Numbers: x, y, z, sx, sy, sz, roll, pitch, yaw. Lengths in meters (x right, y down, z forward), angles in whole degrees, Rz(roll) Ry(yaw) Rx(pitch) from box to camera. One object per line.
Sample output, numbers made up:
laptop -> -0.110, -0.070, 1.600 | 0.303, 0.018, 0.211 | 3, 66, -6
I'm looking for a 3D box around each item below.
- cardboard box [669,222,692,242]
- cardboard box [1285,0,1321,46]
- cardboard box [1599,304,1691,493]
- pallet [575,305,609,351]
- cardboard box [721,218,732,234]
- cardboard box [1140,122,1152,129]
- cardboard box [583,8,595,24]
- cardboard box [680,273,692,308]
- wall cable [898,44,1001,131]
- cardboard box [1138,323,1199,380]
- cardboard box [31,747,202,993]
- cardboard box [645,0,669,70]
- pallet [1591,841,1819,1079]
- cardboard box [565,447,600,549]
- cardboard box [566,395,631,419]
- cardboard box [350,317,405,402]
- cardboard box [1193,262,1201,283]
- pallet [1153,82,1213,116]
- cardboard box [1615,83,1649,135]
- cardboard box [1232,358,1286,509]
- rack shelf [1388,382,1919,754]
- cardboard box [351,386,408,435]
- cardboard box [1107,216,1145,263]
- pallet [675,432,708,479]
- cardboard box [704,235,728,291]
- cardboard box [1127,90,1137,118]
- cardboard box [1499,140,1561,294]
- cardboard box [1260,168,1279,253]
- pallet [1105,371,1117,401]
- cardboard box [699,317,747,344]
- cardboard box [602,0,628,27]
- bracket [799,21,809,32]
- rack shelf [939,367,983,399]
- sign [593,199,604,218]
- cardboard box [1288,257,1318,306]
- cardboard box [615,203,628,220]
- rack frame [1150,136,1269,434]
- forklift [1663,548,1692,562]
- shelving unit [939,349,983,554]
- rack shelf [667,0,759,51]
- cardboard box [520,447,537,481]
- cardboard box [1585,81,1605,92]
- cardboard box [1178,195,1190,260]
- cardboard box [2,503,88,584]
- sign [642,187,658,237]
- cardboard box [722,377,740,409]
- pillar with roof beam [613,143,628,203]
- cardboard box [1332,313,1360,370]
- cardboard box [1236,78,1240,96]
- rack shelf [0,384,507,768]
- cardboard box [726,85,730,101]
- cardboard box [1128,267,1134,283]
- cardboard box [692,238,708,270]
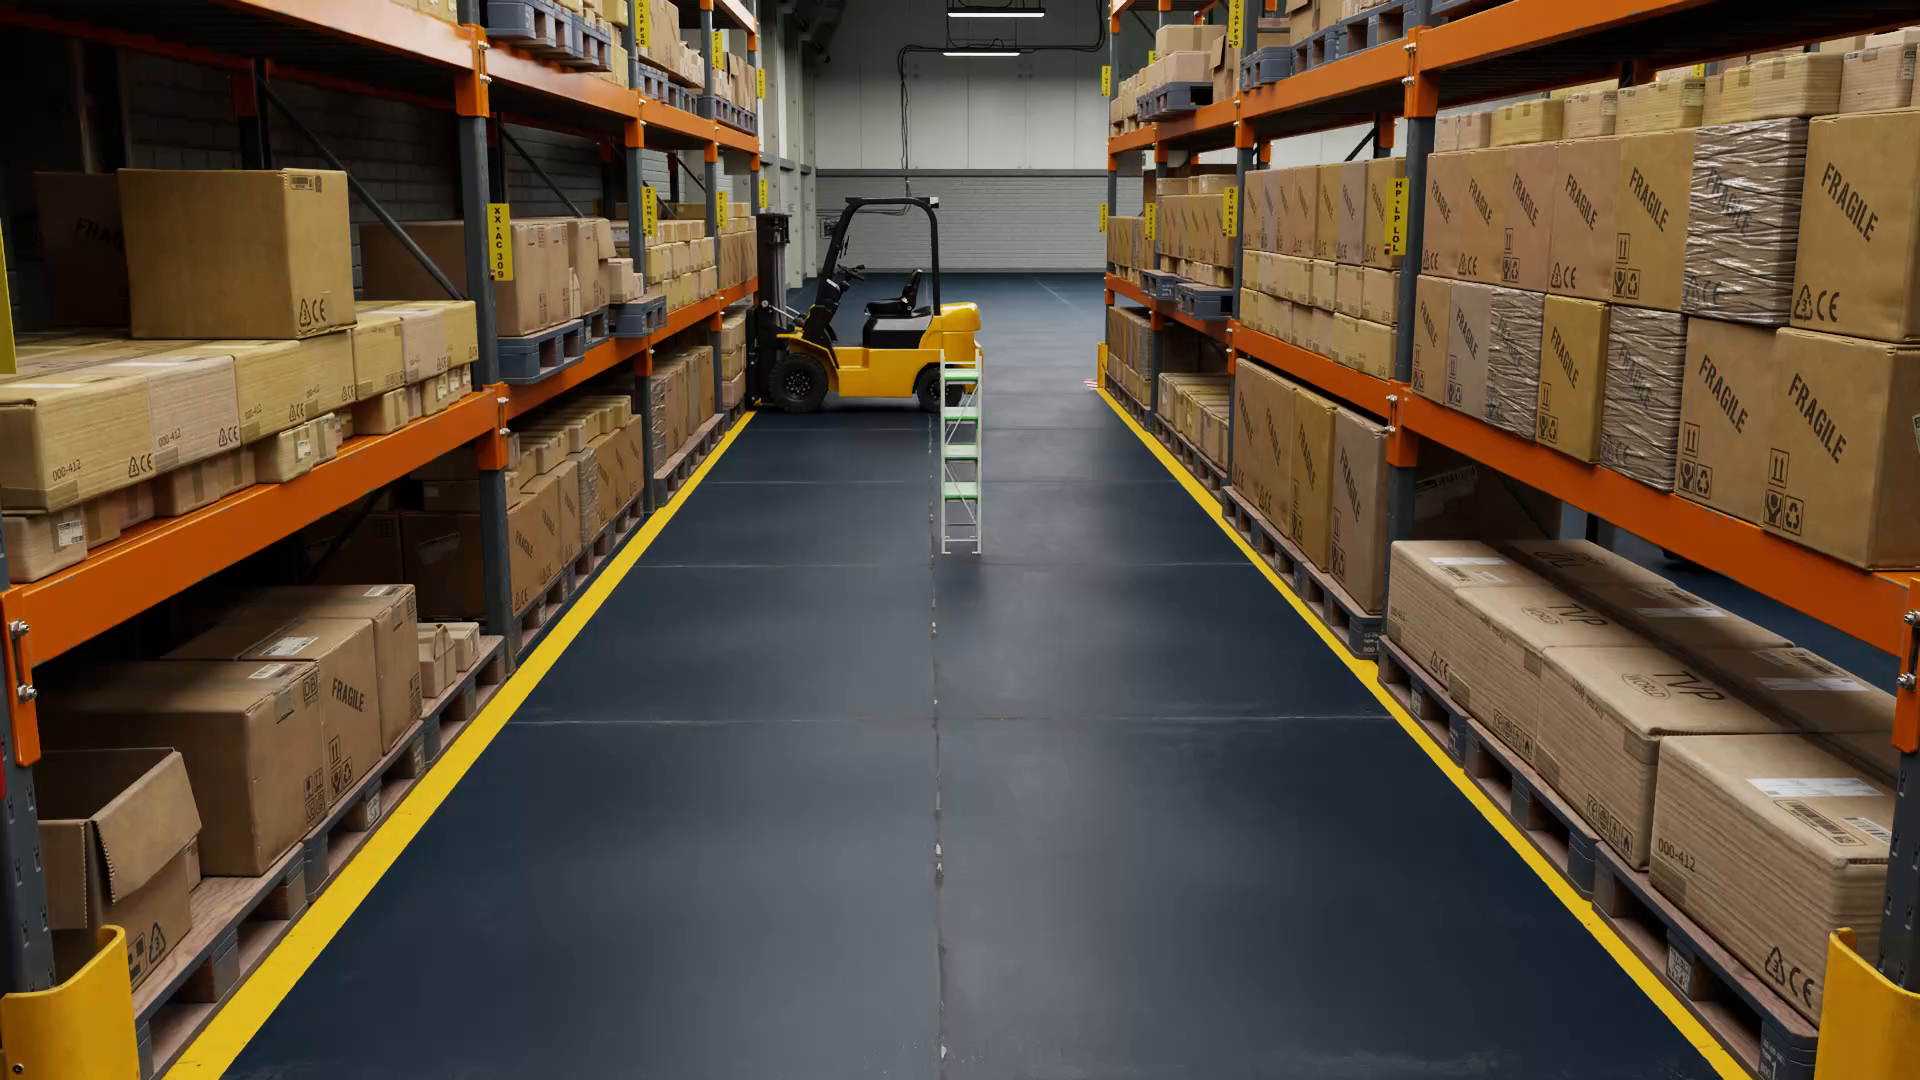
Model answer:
cardboard box -> -2.323, -2.438, 13.149 | 0.380, 0.149, 0.250 | -1, 11, -3
cardboard box -> 2.513, -3.323, 10.532 | 0.797, 0.503, 0.637 | -1, 12, -5
cardboard box -> 2.229, -0.426, 4.863 | 0.500, 0.500, 0.500 | 0, 11, 0
pallet -> -2.564, -1.169, 9.258 | 1.003, 0.211, 1.213 | 0, 11, -1
cardboard box -> -2.406, -3.028, 16.058 | 0.380, 0.149, 0.250 | 0, 11, 0
cardboard box -> 1.953, -4.079, 16.206 | 0.380, 0.149, 0.250 | 0, 11, 0
cardboard box -> -2.346, -3.019, 9.724 | 0.380, 0.149, 0.250 | 0, 11, -1
cardboard box -> -2.406, -1.970, 13.105 | 0.500, 0.250, 0.500 | 0, 11, 1
wall cable -> -0.315, -13.557, 49.855 | 3.097, 2.526, 0.112 | 0, 11, -1
cardboard box -> 1.991, -1.808, 15.899 | 0.500, 0.500, 0.500 | 0, 11, -2
cardboard box -> -2.361, 0.837, 4.113 | 0.797, 0.503, 0.637 | -1, 11, -3
cardboard box -> -2.490, -3.668, 11.991 | 0.700, 0.500, 0.500 | 0, 11, -2
pallet -> 2.424, 1.128, 4.469 | 1.003, 0.211, 1.213 | 0, 11, -1
cardboard box -> -2.342, -0.240, 9.429 | 0.500, 0.500, 0.500 | -1, 11, -3
cardboard box -> -2.345, -0.851, 10.808 | 0.380, 0.149, 0.250 | -1, 11, -4
cardboard box -> -2.249, -0.627, 5.737 | 0.500, 0.250, 0.500 | 0, 11, -2
cardboard box -> 1.967, -2.025, 12.571 | 0.380, 0.149, 0.250 | 0, 11, 0
pallet -> 2.202, -3.514, 13.265 | 1.213, 0.211, 1.003 | 0, 11, -1
cardboard box -> 2.244, -1.313, 5.090 | 0.380, 0.149, 0.250 | 0, 11, 1
cardboard box -> 2.285, -0.697, 10.739 | 0.875, 0.875, 0.875 | 0, 11, -2
rack shelf -> 2.478, -0.125, 5.441 | 1.077, 0.370, 4.000 | 0, 11, -1
cardboard box -> -2.199, -0.463, 5.926 | 0.380, 0.149, 0.250 | 0, 11, -2
cardboard box -> 1.921, -3.360, 18.578 | 0.500, 0.500, 0.500 | 0, 11, -2
pallet -> -2.609, -0.688, 13.421 | 1.003, 0.211, 1.213 | 0, 11, -1
cardboard box -> -2.439, -2.583, 15.494 | 0.500, 0.500, 0.500 | -1, 11, -3
cardboard box -> 1.960, -4.397, 16.774 | 0.500, 0.250, 0.500 | 0, 11, 0
cardboard box -> 2.208, -1.116, 5.751 | 0.500, 0.500, 0.500 | 0, 11, 0
cardboard box -> 2.140, -2.012, 10.165 | 0.500, 0.500, 0.500 | 0, 11, -1
pallet -> 2.172, -1.717, 18.493 | 1.003, 0.211, 1.213 | 0, 11, -1
cardboard box -> -2.410, -2.091, 16.665 | 0.500, 0.250, 0.500 | 0, 11, 1
cardboard box -> -2.306, -3.320, 10.461 | 0.380, 0.149, 0.250 | 0, 11, 1
bracket -> -3.793, -12.491, 40.444 | 0.235, 0.232, 0.430 | 0, 11, -1
rack shelf -> 0.003, -0.963, 10.195 | 0.258, 0.148, 0.480 | 0, 11, -1
sign -> -3.246, -2.905, 14.957 | 0.100, 0.325, 0.005 | 0, 11, -1
cardboard box -> 2.122, -1.437, 9.220 | 0.500, 0.250, 0.500 | 0, 11, 0
cardboard box -> -3.000, -3.019, 15.266 | 0.380, 0.149, 0.250 | 0, 11, -1
rack frame -> 2.271, -2.466, 15.168 | 1.000, 3.000, 0.127 | 0, 11, -1
forklift -> 5.382, -1.444, 10.304 | 1.130, 2.935, 3.031 | 8, 14, 35
shelving unit -> 0.003, -0.555, 10.278 | 0.258, 1.200, 0.503 | 0, 11, -1
rack shelf -> -2.733, -5.233, 16.538 | 1.077, 0.370, 4.000 | 0, 11, -1
cardboard box -> -2.386, -0.385, 8.513 | 0.380, 0.149, 0.250 | 0, 11, -2
cardboard box -> 6.912, -4.800, 17.452 | 0.500, 0.250, 0.500 | 0, 11, -2
cardboard box -> 2.023, -2.472, 13.143 | 0.500, 0.500, 0.500 | -1, 11, -3
cardboard box -> -2.176, -0.002, 3.658 | 0.380, 0.149, 0.250 | 0, 11, -2
sign -> -2.066, -2.182, 11.057 | 0.100, 0.325, 0.005 | 0, 11, -1
cardboard box -> -2.370, -1.400, 15.776 | 0.500, 0.250, 0.500 | 0, 11, -1
pillar with roof beam -> 0.643, -6.055, 17.773 | 9.100, 9.000, 0.400 | 0, 11, -1
cardboard box -> 2.166, -0.991, 8.277 | 0.500, 0.250, 0.500 | 0, 11, -2
cardboard box -> 2.124, -3.128, 11.523 | 0.380, 0.149, 0.250 | 0, 11, -1
rack shelf -> -2.485, -0.104, 5.337 | 1.077, 0.370, 4.000 | 0, 11, -1
cardboard box -> -2.413, -4.289, 15.937 | 0.380, 0.149, 0.250 | 0, 11, 1
cardboard box -> 1.919, -2.709, 16.999 | 0.380, 0.149, 0.250 | 0, 11, -1
cardboard box -> -2.408, -2.417, 14.049 | 0.500, 0.250, 0.500 | -1, 11, -3
